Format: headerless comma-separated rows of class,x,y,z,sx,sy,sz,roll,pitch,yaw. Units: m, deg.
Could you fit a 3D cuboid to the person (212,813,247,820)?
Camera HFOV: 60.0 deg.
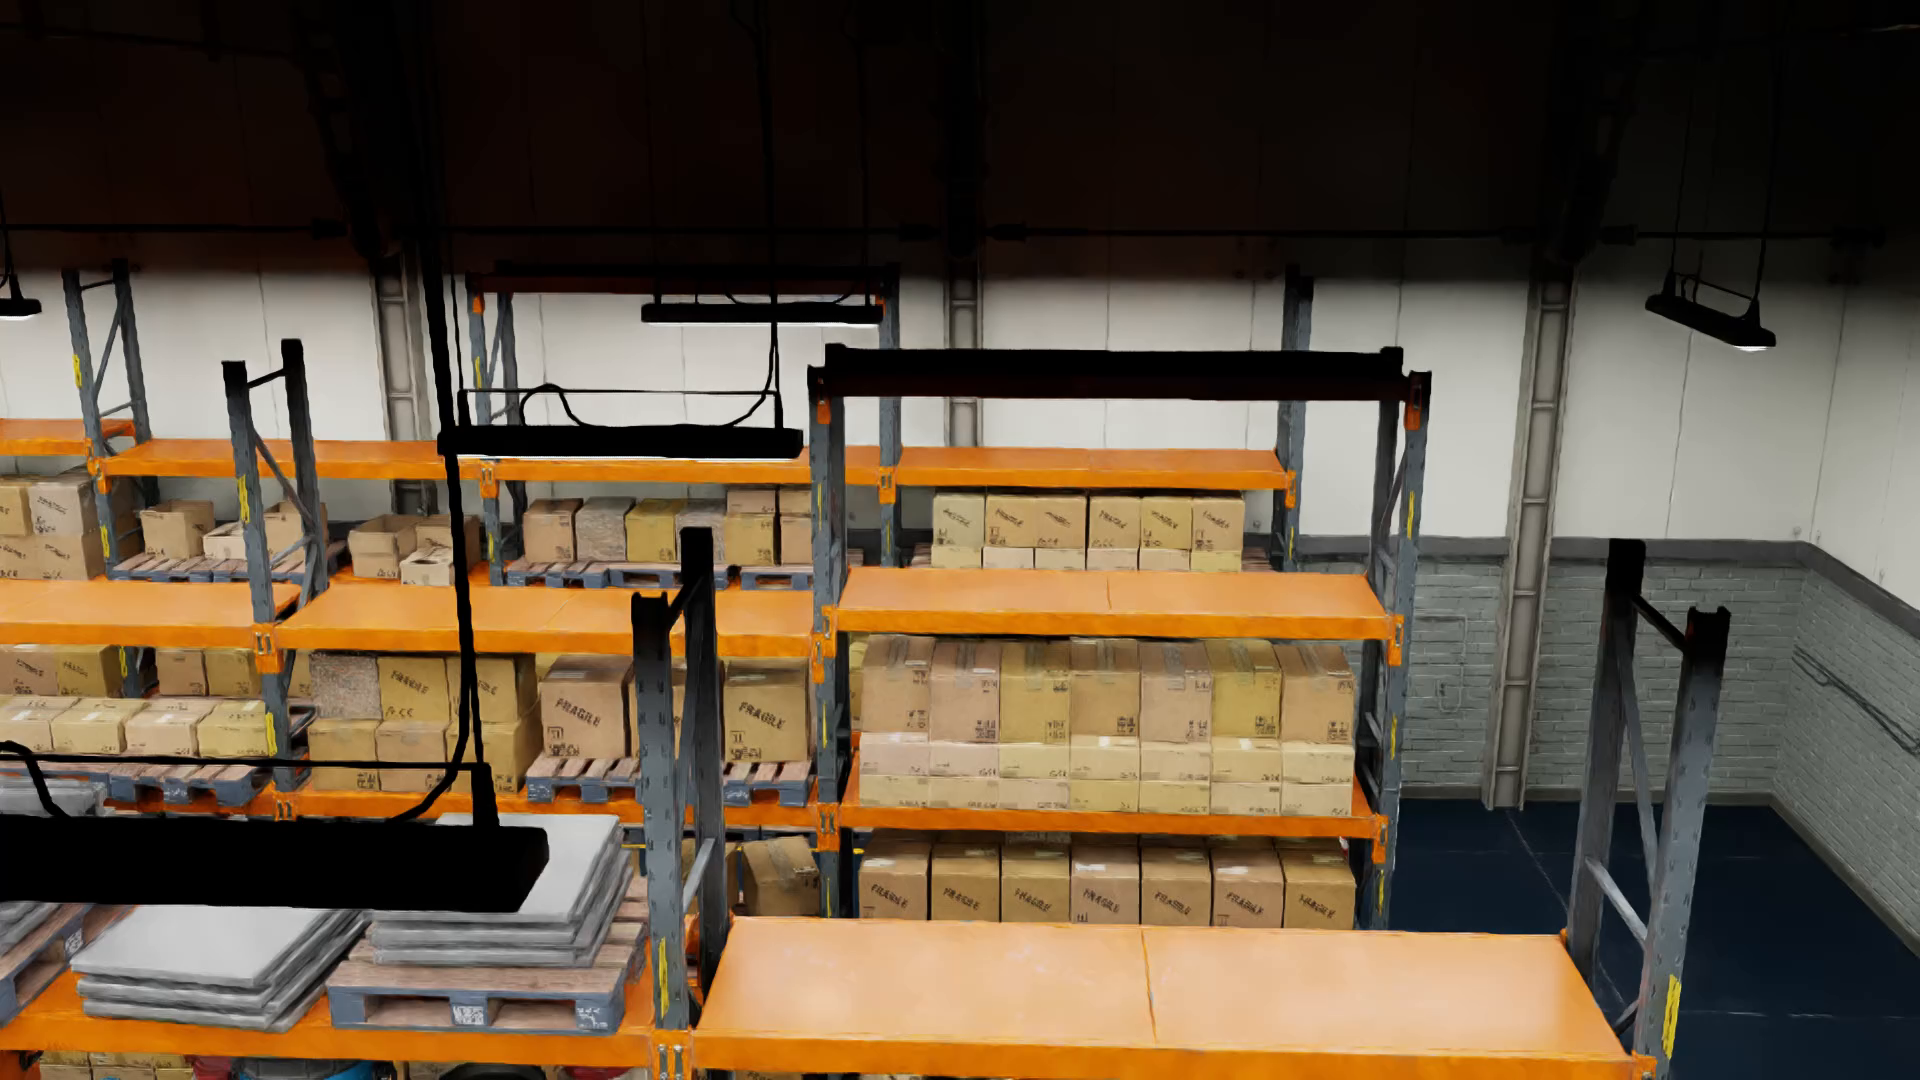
person,-6.626,3.058,15.320,1.034,1.524,0.417,0,16,2
